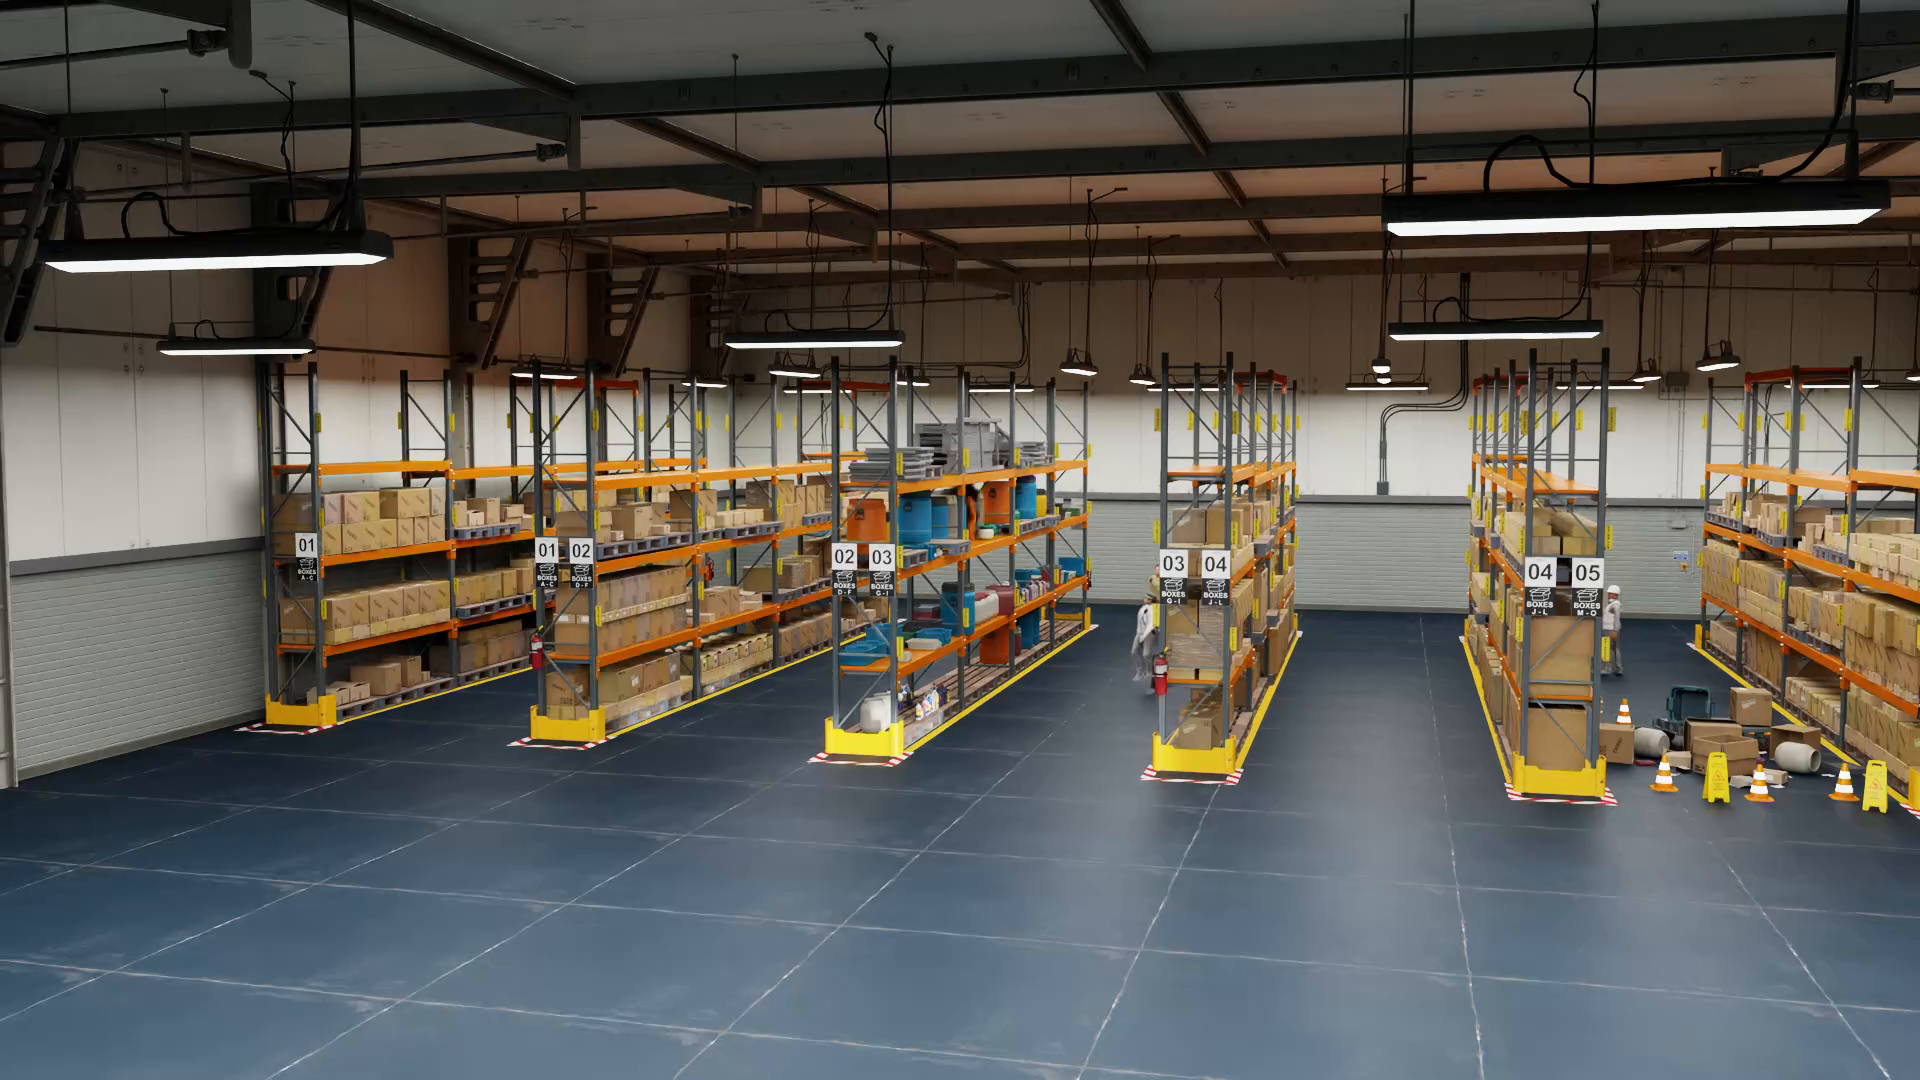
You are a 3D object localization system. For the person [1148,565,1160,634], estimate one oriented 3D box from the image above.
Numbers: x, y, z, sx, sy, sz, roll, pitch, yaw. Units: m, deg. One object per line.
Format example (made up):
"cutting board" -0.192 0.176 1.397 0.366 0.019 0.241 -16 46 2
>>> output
"person" 4.676 1.401 38.994 0.584 1.644 0.997 1 4 12

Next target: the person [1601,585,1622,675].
"person" 12.998 1.791 33.182 0.453 1.776 0.556 3 5 33

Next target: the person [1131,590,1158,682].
"person" 3.390 1.774 30.692 0.533 1.697 0.561 -4 6 -43
